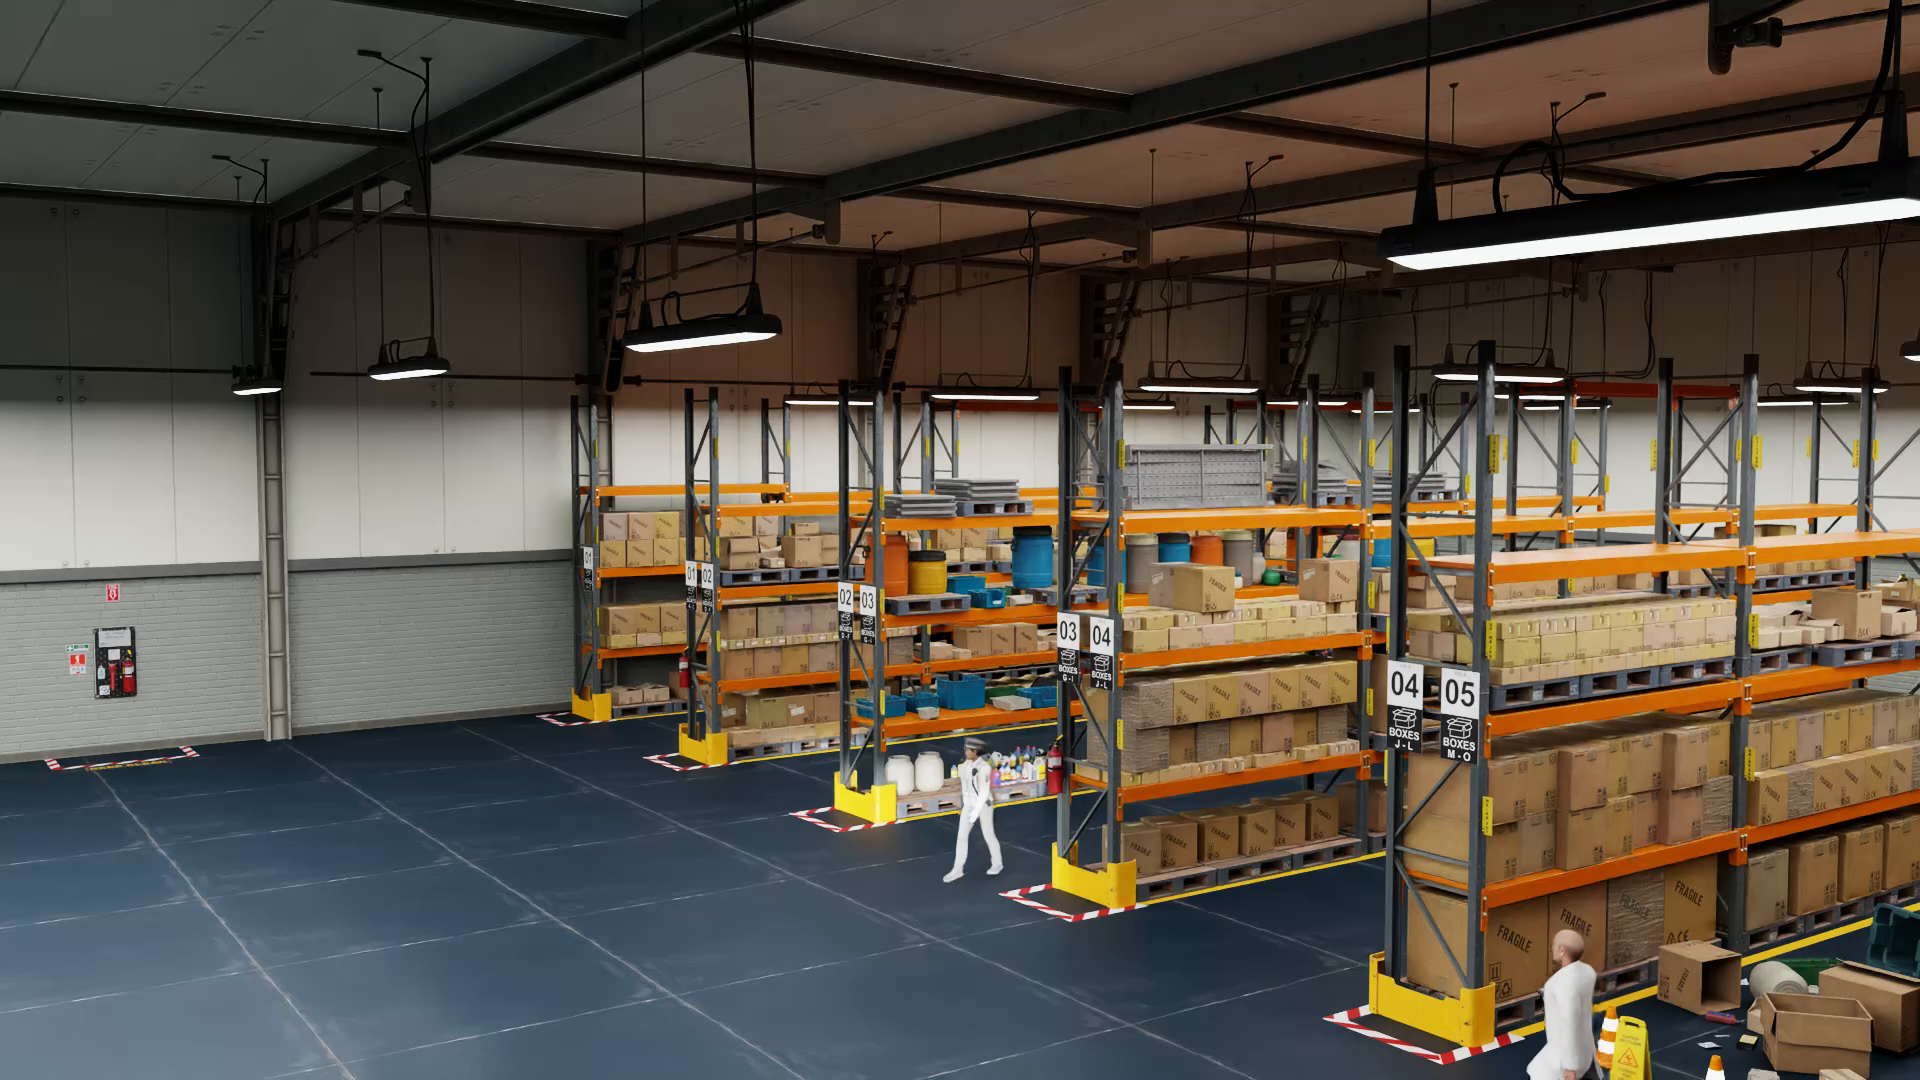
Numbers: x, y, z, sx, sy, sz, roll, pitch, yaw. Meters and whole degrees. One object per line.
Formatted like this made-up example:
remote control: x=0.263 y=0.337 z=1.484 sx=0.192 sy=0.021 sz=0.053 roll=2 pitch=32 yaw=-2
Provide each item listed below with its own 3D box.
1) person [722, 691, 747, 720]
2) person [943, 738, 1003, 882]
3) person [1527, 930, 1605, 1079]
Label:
person: x=-4.020 y=2.562 z=29.265 sx=0.786 sy=1.692 sz=0.580 roll=-1 pitch=3 yaw=-11
person: x=0.158 y=3.143 z=19.551 sx=0.512 sy=1.641 sz=0.871 roll=3 pitch=5 yaw=45
person: x=4.286 y=3.587 z=11.594 sx=1.113 sy=1.733 sz=0.579 roll=2 pitch=4 yaw=30
